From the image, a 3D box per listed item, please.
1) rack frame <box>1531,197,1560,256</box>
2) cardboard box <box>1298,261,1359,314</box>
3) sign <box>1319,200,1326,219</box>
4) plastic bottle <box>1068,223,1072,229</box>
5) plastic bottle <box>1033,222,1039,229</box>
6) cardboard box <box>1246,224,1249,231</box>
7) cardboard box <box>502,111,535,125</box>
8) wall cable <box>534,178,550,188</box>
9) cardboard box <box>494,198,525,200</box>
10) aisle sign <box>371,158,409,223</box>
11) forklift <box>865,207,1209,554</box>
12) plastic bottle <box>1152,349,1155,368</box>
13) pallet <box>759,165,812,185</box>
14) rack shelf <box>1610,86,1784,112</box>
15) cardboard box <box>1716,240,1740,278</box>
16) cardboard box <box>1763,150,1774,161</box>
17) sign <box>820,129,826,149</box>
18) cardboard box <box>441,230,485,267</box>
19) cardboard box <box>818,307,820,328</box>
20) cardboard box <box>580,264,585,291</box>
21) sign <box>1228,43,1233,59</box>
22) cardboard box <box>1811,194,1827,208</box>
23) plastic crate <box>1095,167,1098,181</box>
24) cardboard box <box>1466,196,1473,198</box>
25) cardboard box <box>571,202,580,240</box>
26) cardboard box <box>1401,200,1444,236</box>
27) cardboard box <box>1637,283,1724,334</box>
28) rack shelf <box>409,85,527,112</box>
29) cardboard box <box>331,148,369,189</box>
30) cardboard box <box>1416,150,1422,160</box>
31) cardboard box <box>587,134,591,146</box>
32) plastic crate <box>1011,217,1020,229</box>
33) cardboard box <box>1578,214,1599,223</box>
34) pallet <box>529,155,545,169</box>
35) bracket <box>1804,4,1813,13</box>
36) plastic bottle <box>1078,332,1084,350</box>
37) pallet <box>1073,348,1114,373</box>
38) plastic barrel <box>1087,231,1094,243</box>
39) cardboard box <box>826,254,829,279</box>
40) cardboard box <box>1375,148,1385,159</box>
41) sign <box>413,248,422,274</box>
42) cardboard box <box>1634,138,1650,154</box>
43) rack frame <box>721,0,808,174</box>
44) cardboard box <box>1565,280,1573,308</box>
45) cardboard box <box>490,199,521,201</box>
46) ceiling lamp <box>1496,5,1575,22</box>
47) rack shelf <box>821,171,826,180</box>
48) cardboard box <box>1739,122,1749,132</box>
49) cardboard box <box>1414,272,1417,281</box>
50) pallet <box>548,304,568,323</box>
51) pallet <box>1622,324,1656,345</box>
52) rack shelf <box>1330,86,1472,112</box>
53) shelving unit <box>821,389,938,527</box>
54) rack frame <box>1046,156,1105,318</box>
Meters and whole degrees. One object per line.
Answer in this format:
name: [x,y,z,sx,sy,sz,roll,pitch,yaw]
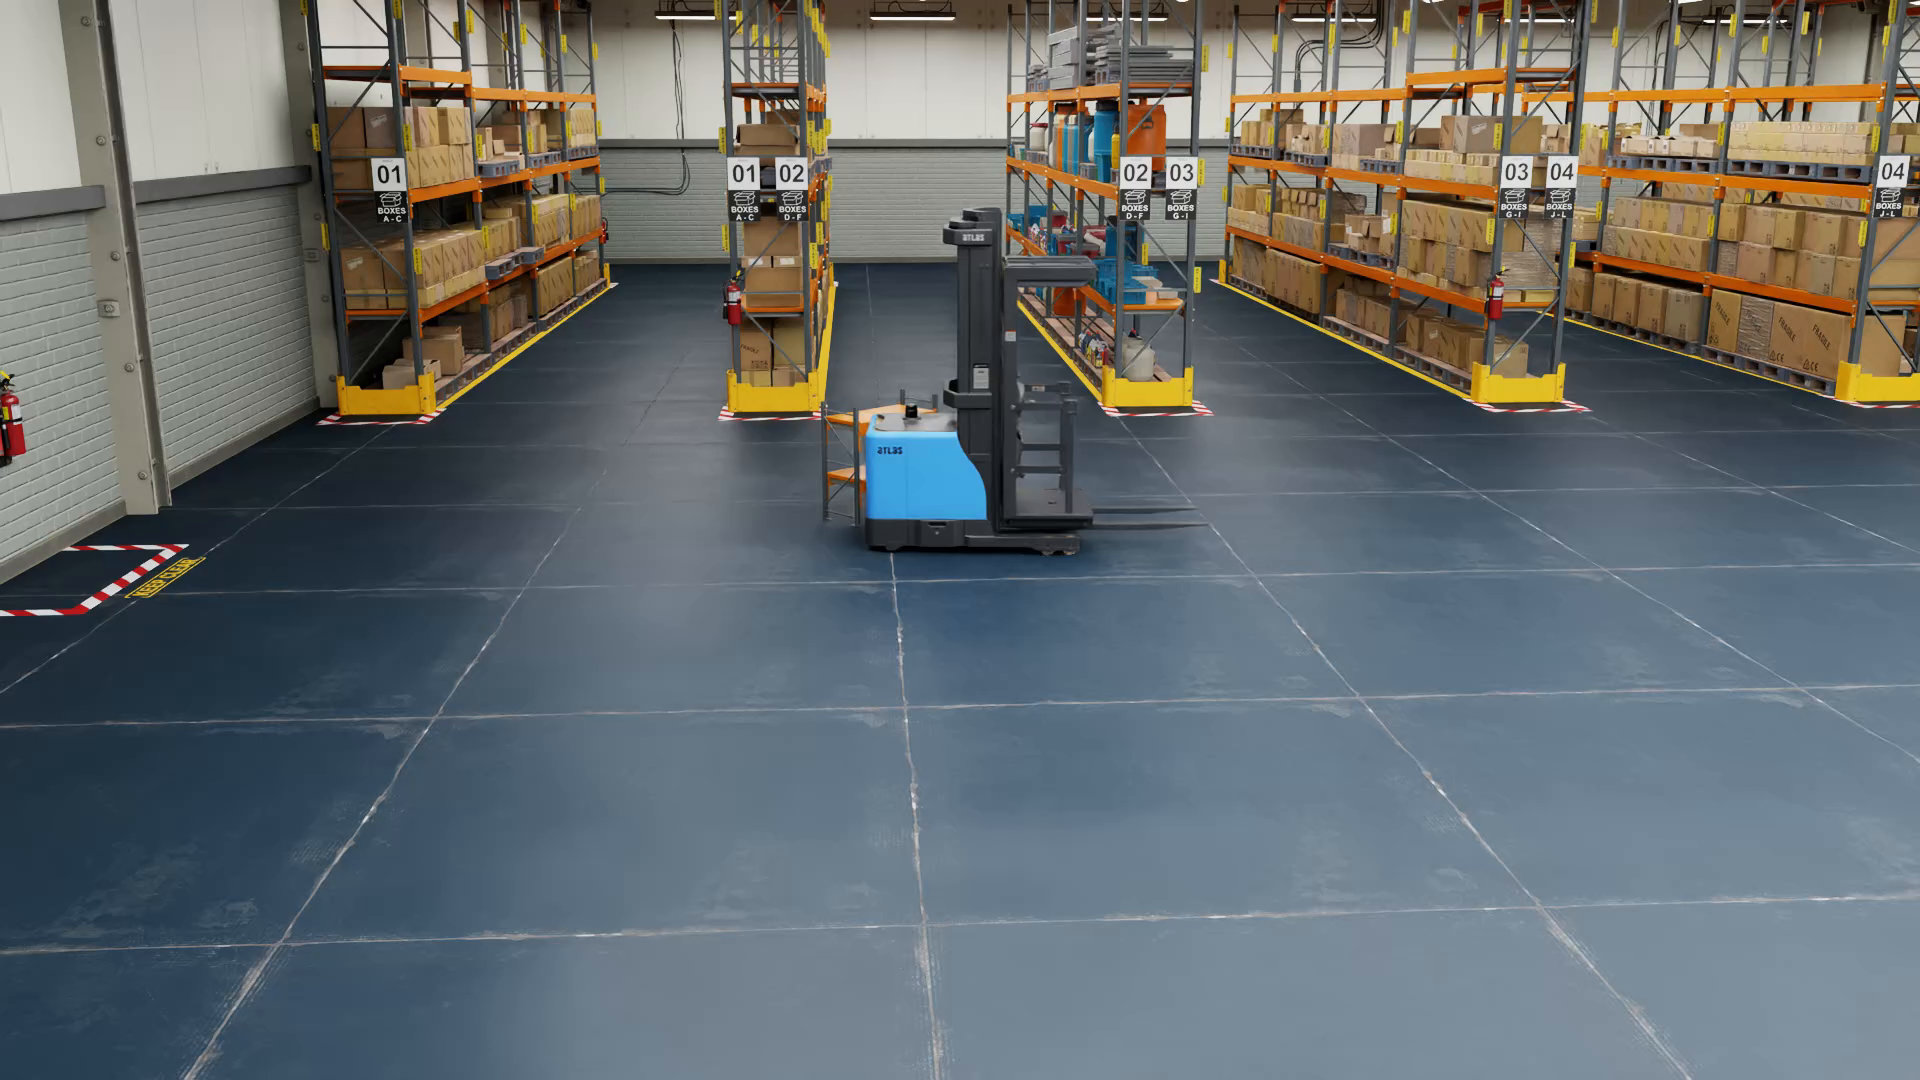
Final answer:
rack frame: [11.681,-6.345,33.668,1.000,3.000,0.127,-1,14,-3]
cardboard box: [6.950,-4.645,30.482,1.225,0.875,0.875,-2,15,-6]
sign: [6.418,-5.850,29.421,0.100,0.325,0.005,-1,14,-3]
plastic bottle: [2.164,-5.970,32.308,0.144,0.351,0.185,-1,14,-3]
plastic bottle: [1.481,-6.091,32.778,0.144,0.351,0.185,-1,14,-3]
cardboard box: [6.284,-6.626,35.262,0.380,0.149,0.250,-1,14,-3]
cardboard box: [-8.135,-7.784,30.651,0.500,0.250,0.500,-1,14,-5]
wall cable: [-9.379,-7.855,37.497,0.084,1.984,1.851,-1,14,-3]
cardboard box: [-8.236,-6.127,30.476,0.500,0.250,0.500,-1,14,-5]
aisle sign: [-7.060,-4.326,20.602,0.394,0.787,0.004,-1,14,-3]
forklift: [0.684,-1.427,14.689,3.031,2.935,1.130,0,14,0]
plastic bottle: [2.723,-2.580,23.628,0.097,0.271,0.097,0,14,0]
pallet: [-2.438,-4.743,21.600,1.003,0.211,1.213,-1,14,-3]
rack shelf: [12.052,-7.216,27.260,1.077,0.370,4.000,-1,14,-3]
cardboard box: [12.211,-4.337,25.560,0.875,0.550,0.550,-1,14,-3]
cardboard box: [11.925,-5.590,24.172,0.380,0.149,0.250,-1,14,-4]
sign: [-2.361,-6.895,28.588,0.100,0.325,0.005,-1,14,-3]
cardboard box: [-7.274,-4.262,24.328,0.500,0.500,0.500,-1,14,-4]
cardboard box: [-2.471,-3.527,26.263,0.500,0.311,0.500,-1,14,-4]
cardboard box: [-8.079,-5.370,34.050,0.700,0.500,0.500,-1,14,-4]
sign: [5.922,-10.716,36.423,0.100,0.325,0.005,-1,14,-3]
cardboard box: [16.506,-6.360,31.519,0.500,0.500,0.500,-1,14,-3]
plastic crate: [2.102,-5.181,23.549,0.336,0.188,0.450,-1,14,-3]
cardboard box: [11.243,-7.646,35.919,0.500,0.500,0.500,-1,14,-5]
cardboard box: [-8.125,-6.345,33.064,0.980,0.700,0.700,-1,14,-3]
cardboard box: [6.994,-4.865,25.111,0.500,0.500,0.500,-1,14,-3]
cardboard box: [11.992,-3.862,27.690,1.050,0.750,0.750,-1,14,-3]
rack shelf: [-7.736,-6.935,26.169,1.077,0.370,4.000,-1,14,-3]
cardboard box: [-7.643,-4.691,20.976,0.500,0.500,0.500,0,14,1]
cardboard box: [7.017,-5.727,24.744,0.380,0.149,0.250,-2,15,-6]
cardboard box: [-8.012,-8.384,34.828,0.500,0.250,0.500,-1,14,-6]
plastic crate: [1.301,-6.766,35.519,0.416,0.233,0.300,-1,14,-3]
cardboard box: [11.441,-5.835,30.152,0.380,0.149,0.250,-1,15,-6]
pallet: [-7.952,-6.590,28.979,1.213,0.211,1.003,0,14,-1]
bracket: [21.527,-13.539,42.365,0.235,0.232,0.430,-1,14,-3]
plastic bottle: [1.858,-3.033,25.389,0.097,0.271,0.097,0,14,0]
pallet: [2.276,-2.710,25.134,1.003,0.211,1.213,-1,14,-3]
plastic barrel: [2.331,-4.919,27.902,0.421,0.512,0.421,0,14,0]
cardboard box: [-3.132,-6.008,36.489,0.500,0.500,0.500,-1,14,-3]
cardboard box: [7.004,-6.312,27.144,0.380,0.166,0.250,-1,14,-5]
sign: [-6.822,-3.508,20.902,0.100,0.325,0.005,-1,14,-3]
cardboard box: [11.785,-6.674,28.184,0.500,0.250,0.500,0,14,-2]
rack frame: [-2.420,-6.063,20.530,1.000,3.000,0.127,-1,14,-3]
cardboard box: [11.598,-4.632,31.183,0.500,0.500,0.500,0,14,-1]
cardboard box: [-8.204,-6.000,29.984,0.500,0.250,0.500,-1,14,-5]
ceiling lamp: [13.781,-13.804,38.903,2.000,3.185,0.800,-1,14,-3]
rack shelf: [-3.040,-6.749,30.660,1.077,0.370,4.000,-1,14,-3]
cardboard box: [11.877,-6.165,24.809,0.380,0.149,0.250,-1,14,-4]
cardboard box: [7.003,-3.938,24.817,0.380,0.149,0.250,-1,14,-3]
pallet: [-7.906,-4.219,31.000,1.003,0.211,1.213,-1,14,-3]
pallet: [11.975,-3.500,28.206,1.003,0.211,1.213,-1,14,-3]
rack shelf: [7.096,-7.165,27.060,1.077,0.370,4.000,-1,14,-3]
shelving unit: [-0.758,-0.800,15.879,0.538,1.125,1.048,14,20,43]
rack frame: [2.028,-5.222,29.304,1.000,3.000,0.127,-1,14,-3]
